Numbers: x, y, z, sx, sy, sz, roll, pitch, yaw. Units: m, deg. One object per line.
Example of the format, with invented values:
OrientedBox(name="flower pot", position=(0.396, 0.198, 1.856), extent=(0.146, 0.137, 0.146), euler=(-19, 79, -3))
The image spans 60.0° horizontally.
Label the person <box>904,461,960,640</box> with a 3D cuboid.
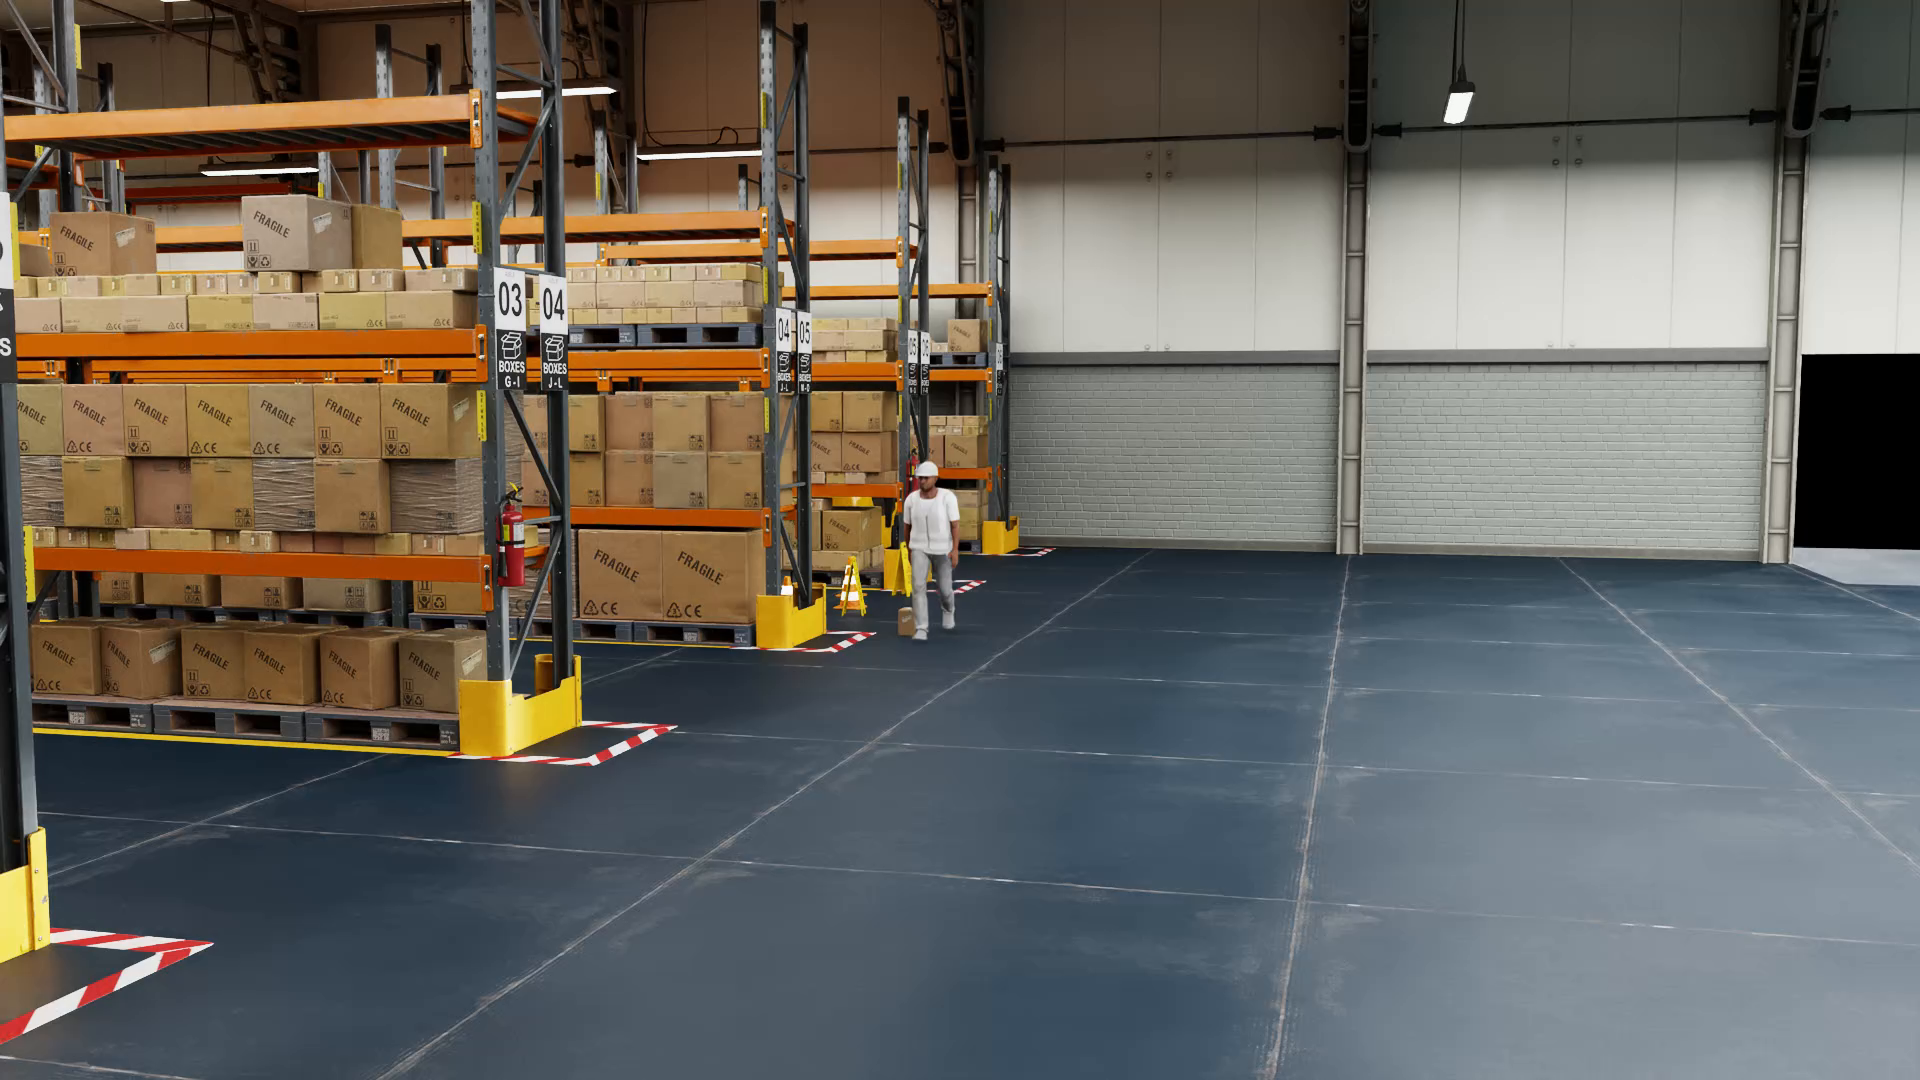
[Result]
OrientedBox(name="person", position=(-0.272, 0.093, 16.237), extent=(0.575, 1.726, 0.995), euler=(1, 5, 7))
